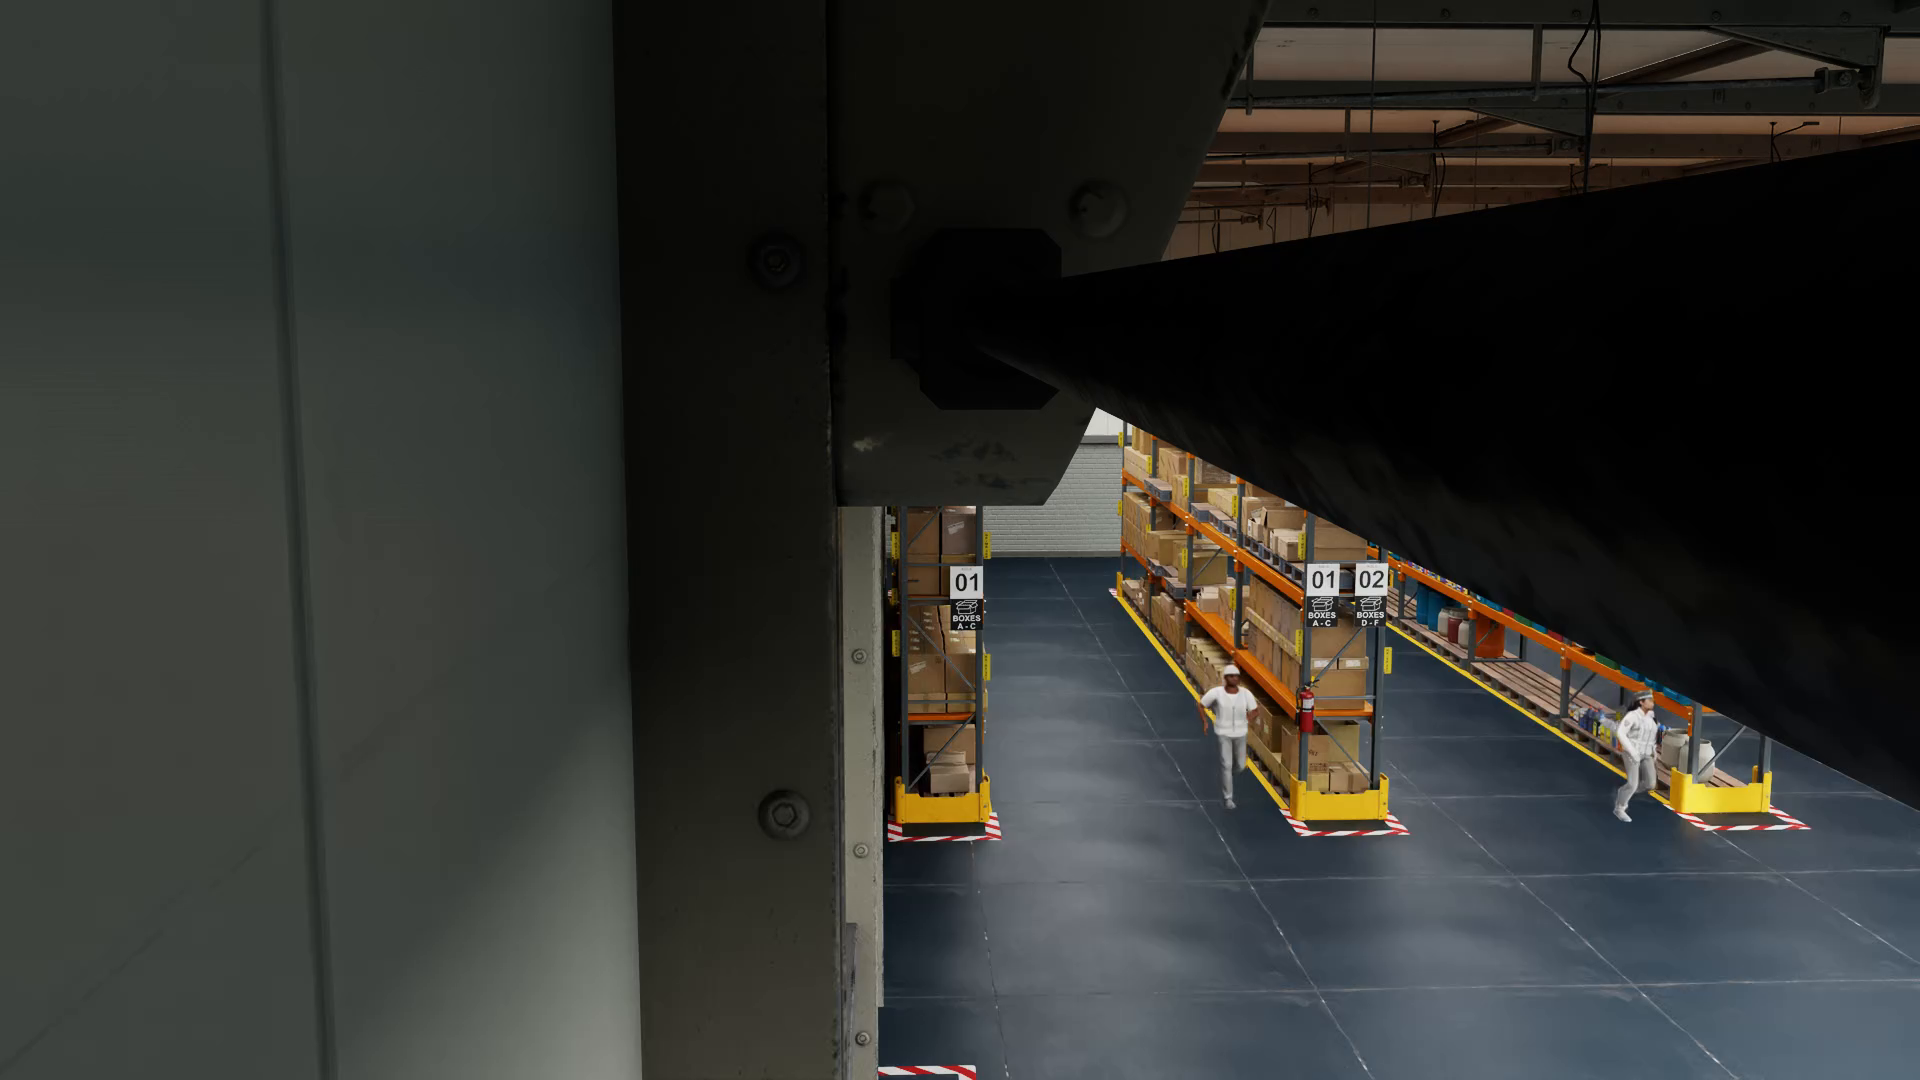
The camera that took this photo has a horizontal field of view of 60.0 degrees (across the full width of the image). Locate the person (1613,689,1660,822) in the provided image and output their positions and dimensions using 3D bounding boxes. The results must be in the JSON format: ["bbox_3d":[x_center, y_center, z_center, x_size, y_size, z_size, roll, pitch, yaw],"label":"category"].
[{"bbox_3d":[8.430,2.654,20.617,0.671,1.647,0.497,-3,9,-23],"label":"person"}]

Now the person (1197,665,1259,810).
[{"bbox_3d":[3.383,2.443,20.782,0.745,1.742,0.872,-1,8,-5],"label":"person"}]
